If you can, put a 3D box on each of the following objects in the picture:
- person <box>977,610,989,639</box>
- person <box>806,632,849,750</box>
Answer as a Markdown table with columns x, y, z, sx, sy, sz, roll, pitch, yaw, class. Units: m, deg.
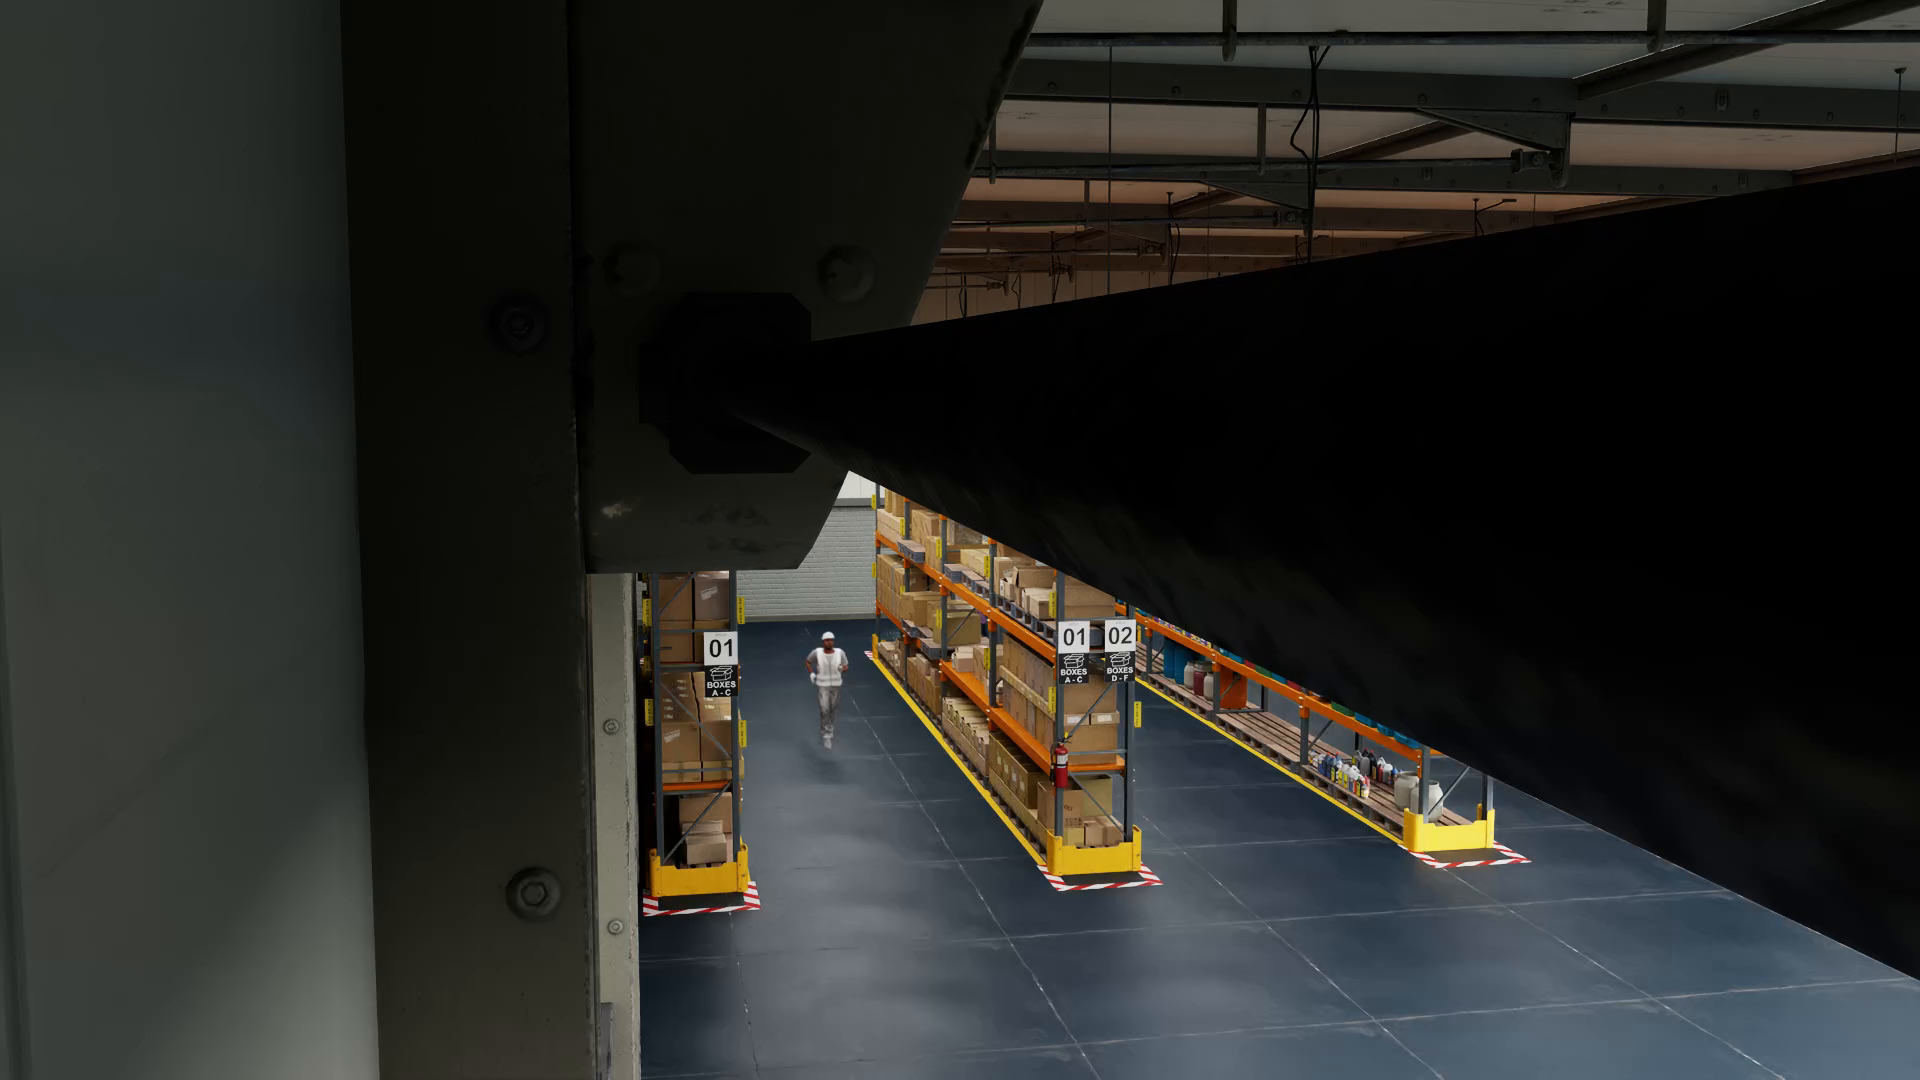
| x | y | z | sx | sy | sz | roll | pitch | yaw | class |
| --- | --- | --- | --- | --- | --- | --- | --- | --- | --- |
| 0.396 | 1.823 | 36.521 | 0.562 | 1.558 | 0.543 | -3 | 7 | -27 | person |
| -2.131 | 2.421 | 27.063 | 0.661 | 1.867 | 0.737 | -2 | 6 | -18 | person |
